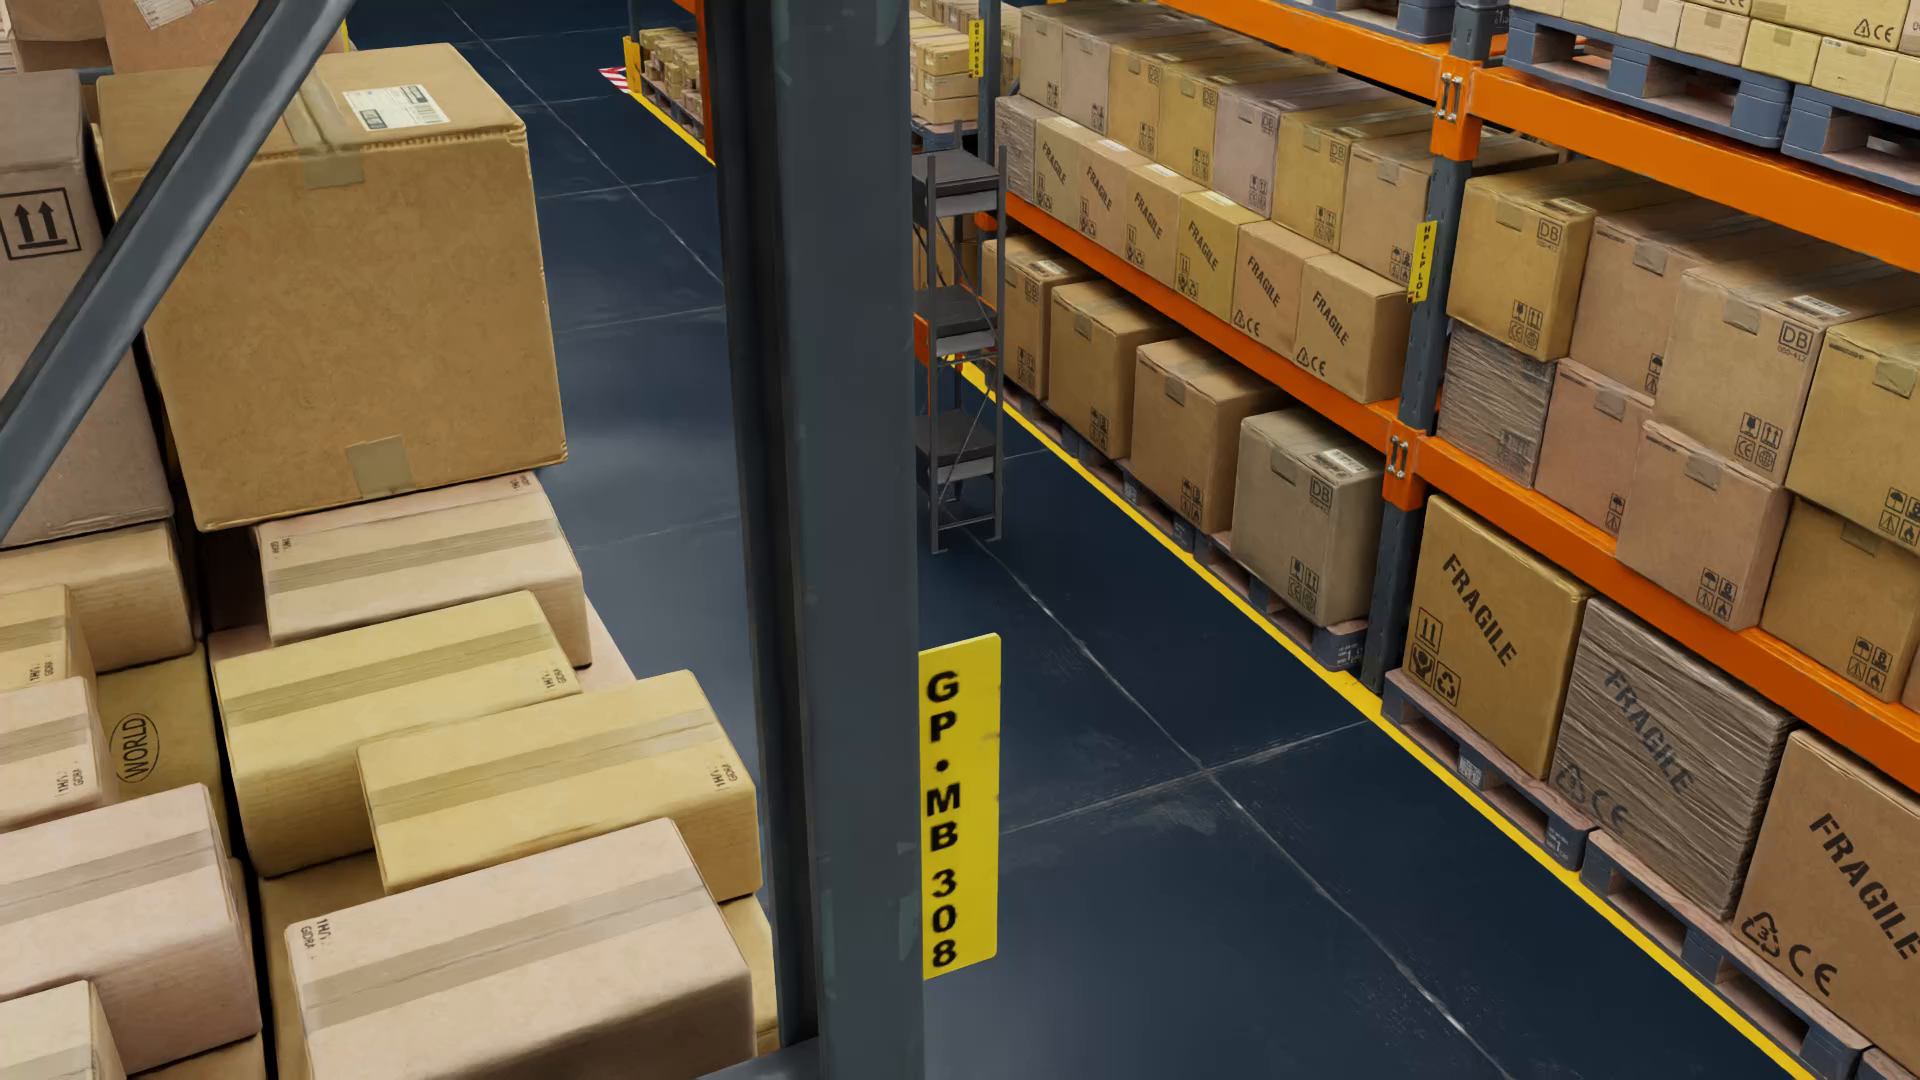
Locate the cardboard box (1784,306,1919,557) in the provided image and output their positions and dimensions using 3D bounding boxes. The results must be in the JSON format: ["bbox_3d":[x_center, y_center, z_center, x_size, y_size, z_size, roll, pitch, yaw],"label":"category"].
[{"bbox_3d":[3.112,-0.385,5.112,0.875,0.550,0.500,-13,32,-22],"label":"cardboard box"}]

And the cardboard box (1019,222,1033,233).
[{"bbox_3d":[0.506,-2.280,11.108,0.500,0.250,0.500,-15,32,-24],"label":"cardboard box"}]

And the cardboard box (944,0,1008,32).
[{"bbox_3d":[0.110,-3.546,11.226,0.380,0.149,0.250,-12,31,-20],"label":"cardboard box"}]

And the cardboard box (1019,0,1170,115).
[{"bbox_3d":[0.767,-2.783,9.522,0.700,0.500,0.500,-13,32,-22],"label":"cardboard box"}]

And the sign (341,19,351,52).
[{"bbox_3d":[-1.735,-1.392,4.569,0.100,0.325,0.005,-13,32,-22],"label":"sign"}]

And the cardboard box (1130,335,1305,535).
[{"bbox_3d":[1.543,-0.621,8.662,1.050,0.750,0.750,-13,32,-22],"label":"cardboard box"}]

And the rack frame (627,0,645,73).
[{"bbox_3d":[-2.851,-6.038,16.451,1.000,3.000,0.127,-13,32,-22],"label":"rack frame"}]

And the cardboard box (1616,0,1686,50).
[{"bbox_3d":[2.369,-1.706,5.384,0.380,0.149,0.250,-13,32,-22],"label":"cardboard box"}]

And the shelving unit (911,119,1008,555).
[{"bbox_3d":[-0.071,-0.989,8.367,0.431,2.100,0.503,-13,32,-22],"label":"shelving unit"}]

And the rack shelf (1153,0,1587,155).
[{"bbox_3d":[1.442,-2.615,8.016,1.077,0.370,4.000,-13,32,-22],"label":"rack shelf"}]

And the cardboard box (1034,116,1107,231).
[{"bbox_3d":[0.753,-2.069,9.270,0.500,0.500,0.500,-13,32,-22],"label":"cardboard box"}]

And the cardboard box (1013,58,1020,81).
[{"bbox_3d":[0.558,-2.963,10.491,0.380,0.149,0.250,-12,31,-20],"label":"cardboard box"}]

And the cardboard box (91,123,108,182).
[{"bbox_3d":[-2.185,-0.846,3.870,0.380,0.149,0.250,-15,32,-24],"label":"cardboard box"}]

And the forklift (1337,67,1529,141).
[{"bbox_3d":[3.235,-3.007,11.115,1.130,2.935,3.031,24,37,36],"label":"forklift"}]

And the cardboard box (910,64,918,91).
[{"bbox_3d":[-0.156,-2.948,10.463,0.380,0.149,0.250,-12,31,-20],"label":"cardboard box"}]

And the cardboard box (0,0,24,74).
[{"bbox_3d":[-2.716,-1.567,5.120,0.396,0.266,0.258,-12,31,-20],"label":"cardboard box"}]

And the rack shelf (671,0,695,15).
[{"bbox_3d":[-1.992,-4.841,15.051,1.077,0.370,4.000,-13,32,-22],"label":"rack shelf"}]

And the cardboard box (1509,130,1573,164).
[{"bbox_3d":[4.790,-3.167,13.074,0.875,0.875,0.875,-13,32,-22],"label":"cardboard box"}]

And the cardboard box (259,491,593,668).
[{"bbox_3d":[-0.710,0.084,2.213,0.380,0.149,0.250,-12,31,-20],"label":"cardboard box"}]

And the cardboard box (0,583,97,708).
[{"bbox_3d":[-1.257,0.209,1.989,0.380,0.149,0.250,-13,32,-22],"label":"cardboard box"}]

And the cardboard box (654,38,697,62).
[{"bbox_3d":[-2.713,-4.700,15.941,0.380,0.149,0.250,-13,32,-22],"label":"cardboard box"}]

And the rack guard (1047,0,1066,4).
[{"bbox_3d":[1.566,-6.042,19.014,1.175,0.500,0.348,-13,32,-22],"label":"rack guard"}]

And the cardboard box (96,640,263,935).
[{"bbox_3d":[-1.158,0.404,2.049,0.500,0.250,0.500,-13,32,-22],"label":"cardboard box"}]

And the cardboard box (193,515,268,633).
[{"bbox_3d":[-0.914,0.070,2.644,0.500,0.250,0.500,-13,32,-22],"label":"cardboard box"}]

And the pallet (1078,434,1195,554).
[{"bbox_3d":[1.374,-0.386,9.222,1.003,0.211,1.213,-13,32,-22],"label":"pallet"}]

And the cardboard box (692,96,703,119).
[{"bbox_3d":[-2.239,-3.999,15.299,0.380,0.149,0.250,-13,32,-22],"label":"cardboard box"}]

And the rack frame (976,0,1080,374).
[{"bbox_3d":[0.584,-2.504,10.149,1.000,3.000,0.127,-13,32,-22],"label":"rack frame"}]

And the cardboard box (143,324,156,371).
[{"bbox_3d":[-1.825,-0.276,3.262,0.500,0.250,0.500,-14,32,-24],"label":"cardboard box"}]

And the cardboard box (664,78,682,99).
[{"bbox_3d":[-2.605,-4.336,15.902,0.380,0.149,0.250,-13,32,-21],"label":"cardboard box"}]

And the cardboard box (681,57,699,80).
[{"bbox_3d":[-2.350,-4.357,15.331,0.380,0.149,0.250,-13,32,-21],"label":"cardboard box"}]

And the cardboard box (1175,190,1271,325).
[{"bbox_3d":[1.402,-1.402,8.080,0.500,0.500,0.500,-13,32,-21],"label":"cardboard box"}]

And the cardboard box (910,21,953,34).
[{"bbox_3d":[-0.259,-3.185,10.581,0.380,0.149,0.250,-12,31,-20],"label":"cardboard box"}]

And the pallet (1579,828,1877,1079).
[{"bbox_3d":[3.084,1.371,6.089,1.003,0.211,1.213,-13,32,-22],"label":"pallet"}]

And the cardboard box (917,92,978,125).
[{"bbox_3d":[-0.043,-2.699,10.324,0.380,0.149,0.250,-13,32,-21],"label":"cardboard box"}]

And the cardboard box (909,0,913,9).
[{"bbox_3d":[-0.226,-3.892,11.843,0.380,0.149,0.250,-15,32,-24],"label":"cardboard box"}]

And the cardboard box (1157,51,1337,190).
[{"bbox_3d":[1.428,-2.108,8.319,0.700,0.500,0.500,-13,32,-22],"label":"cardboard box"}]

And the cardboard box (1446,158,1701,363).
[{"bbox_3d":[2.428,-1.103,6.393,0.875,0.550,0.550,-13,32,-22],"label":"cardboard box"}]

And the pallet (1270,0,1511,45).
[{"bbox_3d":[1.863,-2.357,7.015,0.805,0.209,1.217,-14,32,-24],"label":"pallet"}]

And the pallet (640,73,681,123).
[{"bbox_3d":[-2.501,-4.422,16.420,1.003,0.211,1.213,-13,32,-22],"label":"pallet"}]

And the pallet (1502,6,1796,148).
[{"bbox_3d":[2.643,-1.643,5.637,1.003,0.211,1.213,-13,32,-22],"label":"pallet"}]

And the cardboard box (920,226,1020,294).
[{"bbox_3d":[0.065,-1.833,11.078,0.500,0.500,0.500,-13,32,-22],"label":"cardboard box"}]

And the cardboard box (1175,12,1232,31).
[{"bbox_3d":[2.736,-5.116,16.997,0.875,0.438,0.875,-14,32,-23],"label":"cardboard box"}]

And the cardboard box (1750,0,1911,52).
[{"bbox_3d":[2.693,-1.616,4.817,0.500,0.250,0.500,-13,32,-23],"label":"cardboard box"}]

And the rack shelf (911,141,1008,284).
[{"bbox_3d":[-0.071,-1.588,8.031,0.431,0.518,0.480,-13,32,-22],"label":"rack shelf"}]

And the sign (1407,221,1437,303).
[{"bbox_3d":[1.815,-1.089,6.523,0.100,0.325,0.005,-13,32,-22],"label":"sign"}]

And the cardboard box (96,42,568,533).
[{"bbox_3d":[-0.898,-0.386,2.387,0.500,0.500,0.500,-13,32,-22],"label":"cardboard box"}]

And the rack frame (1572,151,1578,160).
[{"bbox_3d":[5.011,-3.588,12.082,1.000,3.000,0.127,-13,32,-22],"label":"rack frame"}]

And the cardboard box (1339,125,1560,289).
[{"bbox_3d":[2.083,-1.435,7.118,0.700,0.500,0.500,-14,32,-23],"label":"cardboard box"}]

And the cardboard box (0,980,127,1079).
[{"bbox_3d":[-0.906,0.553,1.376,0.380,0.149,0.250,-13,32,-22],"label":"cardboard box"}]

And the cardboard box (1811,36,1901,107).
[{"bbox_3d":[2.699,-1.368,4.782,0.380,0.149,0.250,-13,32,-22],"label":"cardboard box"}]

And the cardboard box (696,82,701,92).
[{"bbox_3d":[-2.240,-4.255,15.453,0.380,0.149,0.250,-11,31,-19],"label":"cardboard box"}]

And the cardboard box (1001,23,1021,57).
[{"bbox_3d":[0.443,-3.200,10.609,0.380,0.149,0.250,-14,32,-23],"label":"cardboard box"}]

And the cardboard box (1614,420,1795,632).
[{"bbox_3d":[2.852,-0.141,5.781,0.875,0.550,0.550,-13,32,-22],"label":"cardboard box"}]

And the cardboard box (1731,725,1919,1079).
[{"bbox_3d":[3.288,1.099,5.465,0.875,0.875,0.875,-14,32,-23],"label":"cardboard box"}]

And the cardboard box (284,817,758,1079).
[{"bbox_3d":[-0.414,0.440,1.578,0.380,0.149,0.250,-13,32,-22],"label":"cardboard box"}]
